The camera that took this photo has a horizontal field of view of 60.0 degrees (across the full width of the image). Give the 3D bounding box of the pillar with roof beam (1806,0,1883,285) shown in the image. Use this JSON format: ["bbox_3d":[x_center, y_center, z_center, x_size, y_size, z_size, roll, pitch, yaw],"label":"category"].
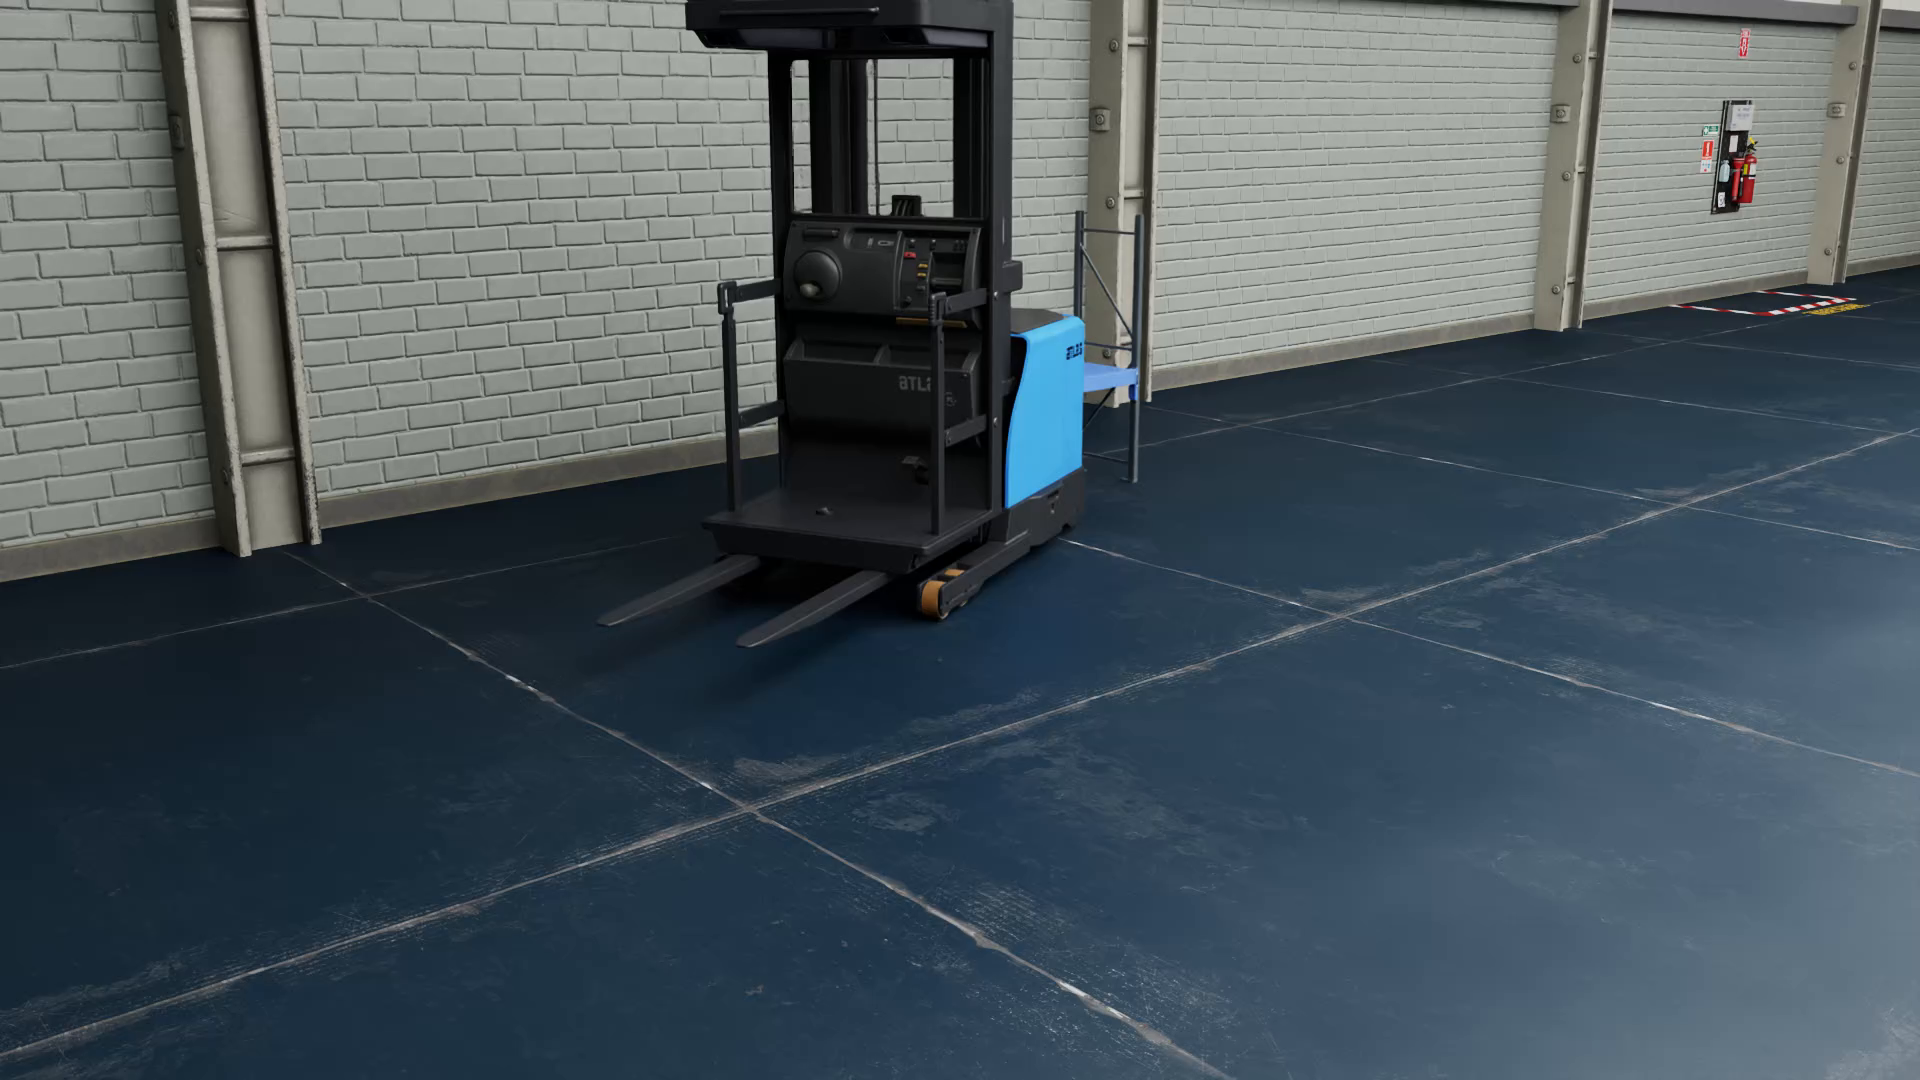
[{"bbox_3d":[13.013,-6.540,15.298,0.400,9.000,9.100,-13,19,-39],"label":"pillar with roof beam"}]

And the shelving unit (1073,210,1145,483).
[{"bbox_3d":[0.455,-1.013,9.135,1.048,1.500,0.538,-13,20,-40],"label":"shelving unit"}]

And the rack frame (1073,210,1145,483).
[{"bbox_3d":[0.833,-1.101,9.464,0.032,1.500,0.500,-13,20,-40],"label":"rack frame"}]

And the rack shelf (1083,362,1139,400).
[{"bbox_3d":[0.455,-0.839,9.181,1.000,0.185,0.538,-13,20,-40],"label":"rack shelf"}]

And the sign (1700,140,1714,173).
[{"bbox_3d":[7.813,-4.012,17.390,0.234,0.329,0.001,-13,19,-39],"label":"sign"}]

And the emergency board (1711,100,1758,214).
[{"bbox_3d":[8.298,-4.069,17.670,0.643,1.169,0.194,-13,19,-39],"label":"emergency board"}]

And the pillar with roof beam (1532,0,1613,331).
[{"bbox_3d":[8.486,-5.524,11.492,0.400,9.000,9.100,-13,19,-39],"label":"pillar with roof beam"}]

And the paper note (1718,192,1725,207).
[{"bbox_3d":[8.119,-3.627,17.722,0.142,0.148,0.016,-13,19,-39],"label":"paper note"}]

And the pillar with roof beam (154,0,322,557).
[{"bbox_3d":[-0.566,-3.491,3.882,0.400,9.000,9.100,-13,19,-39],"label":"pillar with roof beam"}]

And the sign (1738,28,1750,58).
[{"bbox_3d":[8.226,-5.207,17.438,0.199,0.298,0.001,-13,19,-39],"label":"sign"}]

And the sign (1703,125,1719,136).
[{"bbox_3d":[7.822,-4.268,17.318,0.331,0.109,0.001,-13,19,-39],"label":"sign"}]

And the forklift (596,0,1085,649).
[{"bbox_3d":[-0.434,-1.208,7.093,1.130,2.935,3.031,7,16,23],"label":"forklift"}]

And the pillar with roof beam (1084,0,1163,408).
[{"bbox_3d":[3.960,-4.507,7.687,0.400,9.000,9.100,-13,19,-39],"label":"pillar with roof beam"}]
